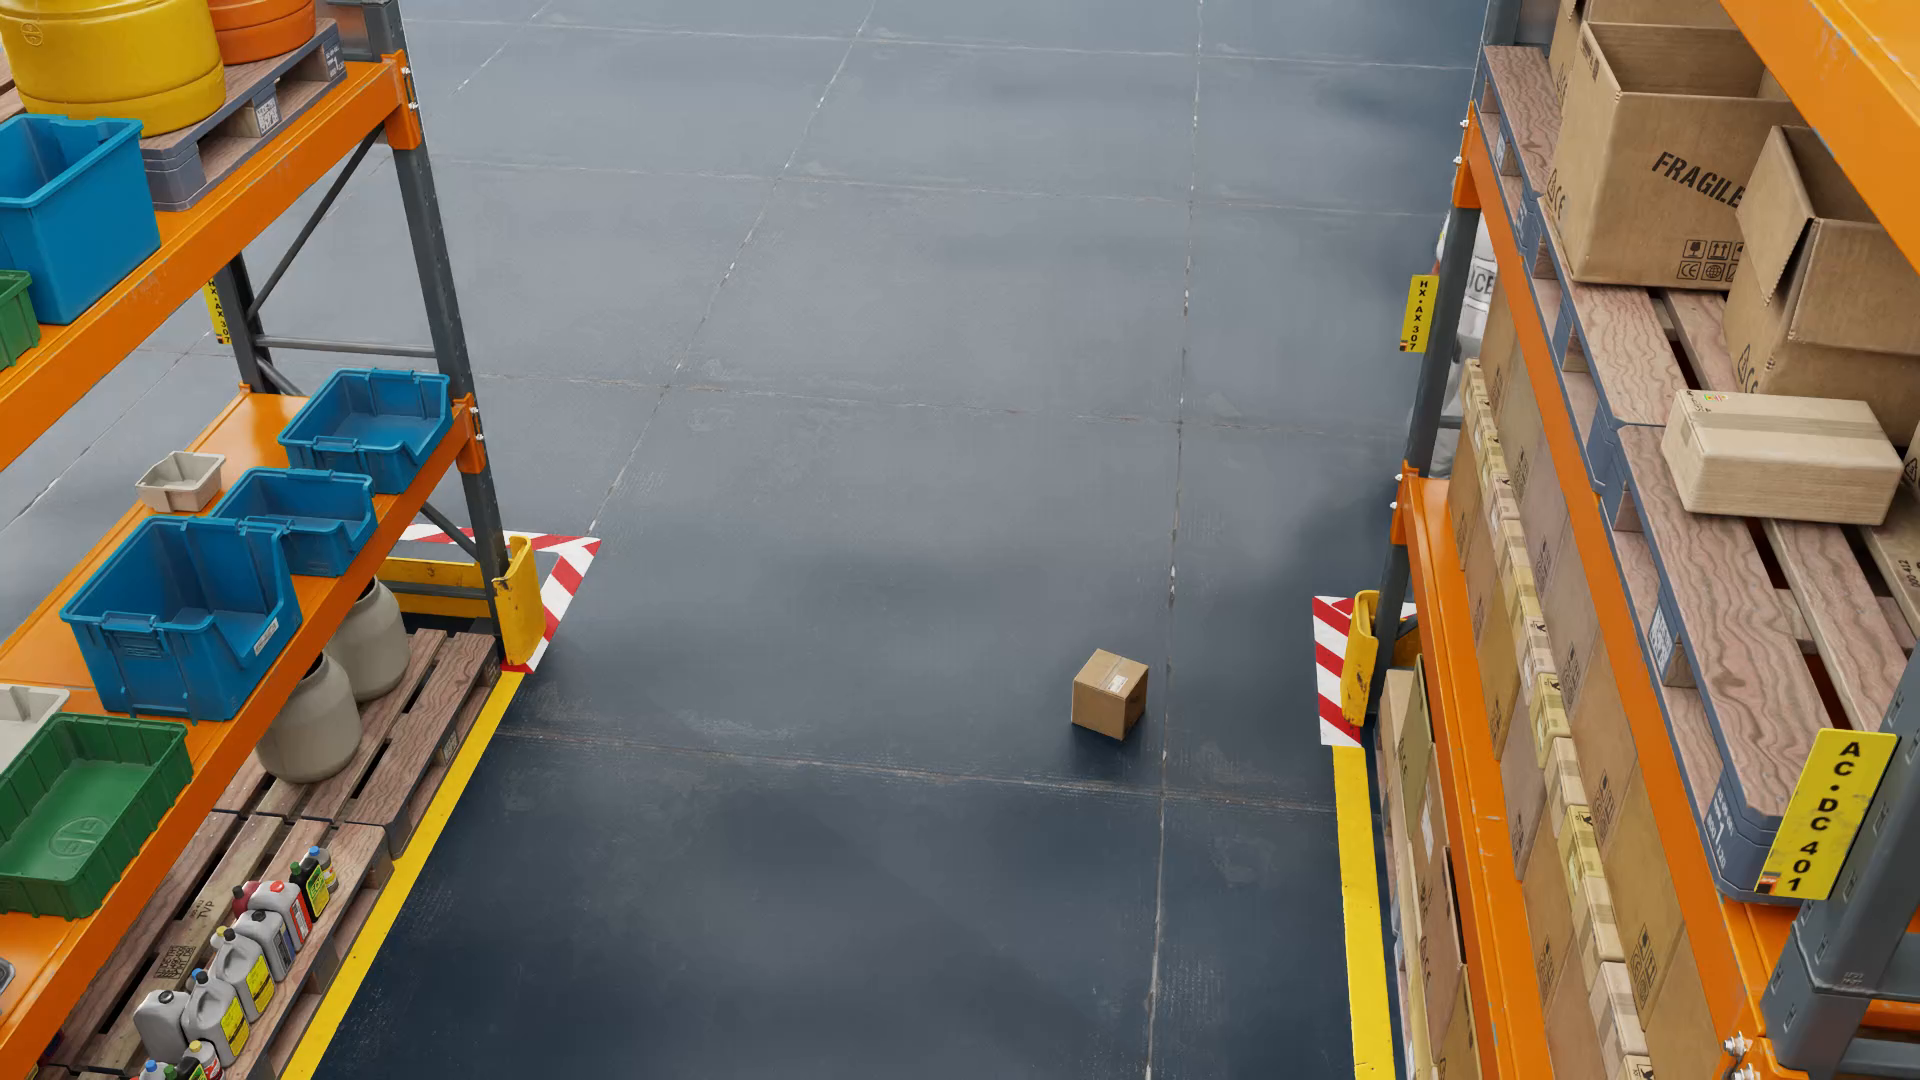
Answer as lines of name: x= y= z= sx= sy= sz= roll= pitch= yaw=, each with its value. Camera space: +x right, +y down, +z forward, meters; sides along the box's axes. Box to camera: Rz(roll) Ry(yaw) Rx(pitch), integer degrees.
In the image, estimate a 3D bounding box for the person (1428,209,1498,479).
person: x=2.675 y=-1.098 z=8.549 sx=0.506 sy=1.840 sz=0.585 roll=-22 pitch=41 yaw=-28
